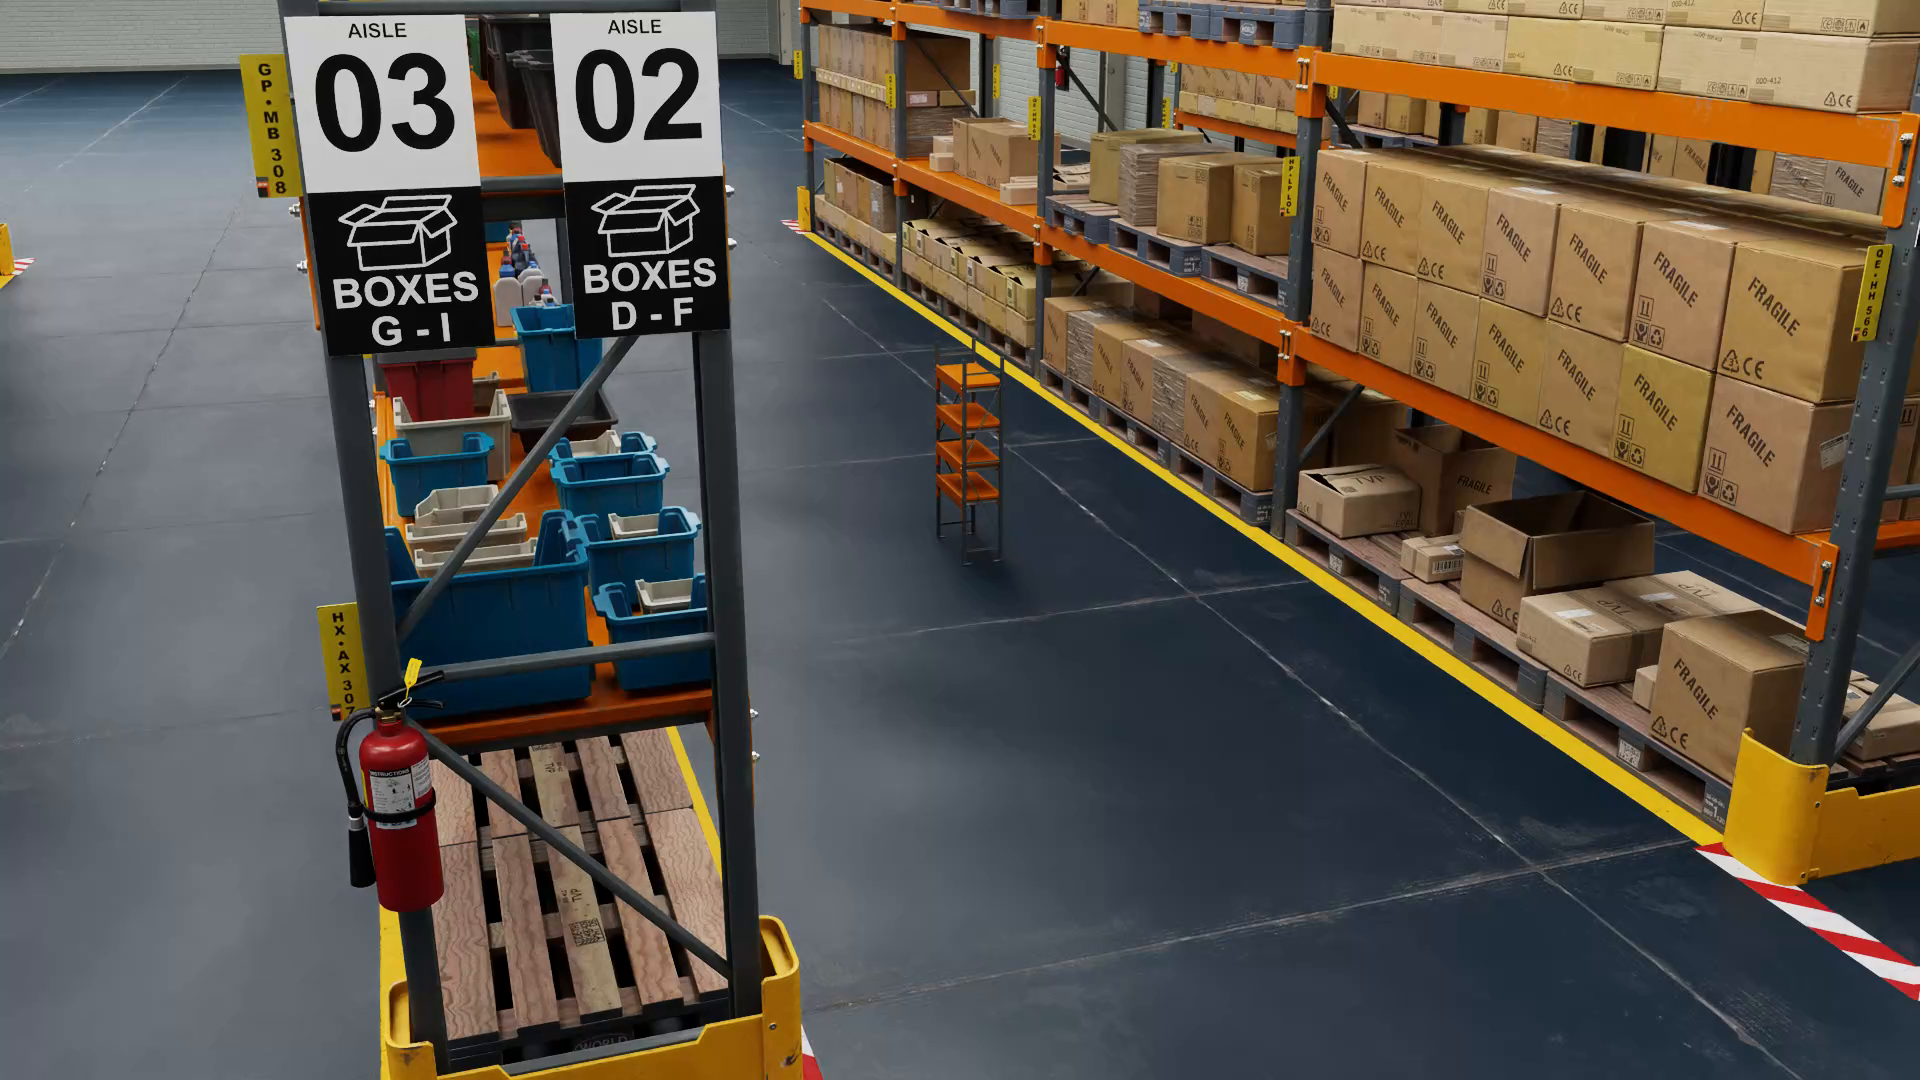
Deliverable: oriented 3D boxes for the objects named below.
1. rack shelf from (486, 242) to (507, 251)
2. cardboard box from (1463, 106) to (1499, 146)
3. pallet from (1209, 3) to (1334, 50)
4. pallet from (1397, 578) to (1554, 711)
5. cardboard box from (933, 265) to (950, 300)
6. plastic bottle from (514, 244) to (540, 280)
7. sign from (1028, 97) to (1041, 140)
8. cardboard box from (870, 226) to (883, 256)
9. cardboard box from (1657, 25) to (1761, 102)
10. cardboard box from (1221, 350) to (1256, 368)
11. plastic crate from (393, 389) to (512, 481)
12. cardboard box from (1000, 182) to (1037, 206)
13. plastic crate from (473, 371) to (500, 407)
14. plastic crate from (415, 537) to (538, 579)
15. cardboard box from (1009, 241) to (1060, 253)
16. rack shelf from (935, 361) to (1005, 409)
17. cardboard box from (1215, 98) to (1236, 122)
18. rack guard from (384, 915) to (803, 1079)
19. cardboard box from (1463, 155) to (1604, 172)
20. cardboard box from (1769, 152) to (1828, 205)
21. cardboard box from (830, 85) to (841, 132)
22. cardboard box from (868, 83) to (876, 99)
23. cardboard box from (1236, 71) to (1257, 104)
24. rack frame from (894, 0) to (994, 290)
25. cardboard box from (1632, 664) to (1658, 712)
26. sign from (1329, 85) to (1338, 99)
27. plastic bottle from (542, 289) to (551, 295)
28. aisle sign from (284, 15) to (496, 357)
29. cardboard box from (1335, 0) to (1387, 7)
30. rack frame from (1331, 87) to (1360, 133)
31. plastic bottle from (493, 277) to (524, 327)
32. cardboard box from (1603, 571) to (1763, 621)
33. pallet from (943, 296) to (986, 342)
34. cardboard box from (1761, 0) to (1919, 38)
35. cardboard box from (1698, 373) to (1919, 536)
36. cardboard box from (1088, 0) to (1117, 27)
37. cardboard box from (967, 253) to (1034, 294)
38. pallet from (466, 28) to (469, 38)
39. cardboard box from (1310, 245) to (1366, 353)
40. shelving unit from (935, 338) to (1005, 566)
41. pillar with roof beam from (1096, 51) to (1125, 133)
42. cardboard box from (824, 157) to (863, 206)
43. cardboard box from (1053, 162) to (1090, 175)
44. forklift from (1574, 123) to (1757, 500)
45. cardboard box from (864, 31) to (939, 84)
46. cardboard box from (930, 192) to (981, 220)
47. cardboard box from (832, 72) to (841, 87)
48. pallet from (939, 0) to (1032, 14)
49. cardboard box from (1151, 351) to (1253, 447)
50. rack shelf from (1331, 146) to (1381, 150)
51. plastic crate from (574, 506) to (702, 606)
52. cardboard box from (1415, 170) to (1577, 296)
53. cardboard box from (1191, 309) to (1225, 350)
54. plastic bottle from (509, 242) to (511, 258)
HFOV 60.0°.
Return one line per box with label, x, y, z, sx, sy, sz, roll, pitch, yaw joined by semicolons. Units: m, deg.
rack shelf;-4.233;-2.537;13.606;1.077;0.370;4.000;-6;21;-17
cardboard box;5.231;-4.088;16.061;0.700;0.500;0.500;-6;21;-17
pallet;2.218;-3.015;9.714;1.213;0.211;1.003;-6;21;-17
pallet;2.958;0.450;8.352;1.003;0.211;1.213;-6;21;-17
cardboard box;0.058;-2.460;15.775;0.500;0.250;0.500;-7;21;-19
plastic bottle;-2.603;-1.602;10.011;0.144;0.351;0.185;-6;21;-17
sign;0.573;-3.244;12.797;0.100;0.325;0.005;-6;21;-17
cardboard box;-0.659;-3.233;17.927;0.500;0.250;0.500;-6;21;-17
cardboard box;3.055;-1.831;6.362;0.500;0.250;0.500;-6;21;-17
cardboard box;2.107;-1.018;11.361;0.500;0.500;0.500;-6;21;-17
plastic crate;-2.042;-0.413;6.715;0.437;0.282;0.530;-6;21;-17
cardboard box;0.554;-2.900;13.924;0.380;0.149;0.250;-6;21;-17
plastic crate;-2.337;-0.690;7.701;0.396;0.136;0.243;-6;21;-17
plastic crate;-1.596;0.092;5.523;0.396;0.136;0.243;-6;21;-17
cardboard box;0.720;-2.622;15.396;0.500;0.311;0.500;-7;21;-18
rack shelf;0.052;-0.881;9.433;0.258;0.148;0.480;-6;21;-17
cardboard box;3.469;-5.273;20.352;0.500;0.250;0.500;-7;21;-18
rack guard;-1.070;1.516;4.955;1.175;0.500;0.348;-6;21;-17
cardboard box;2.925;-1.694;8.568;0.500;0.500;0.500;-7;21;-18
cardboard box;6.354;-2.645;12.226;0.500;0.500;0.500;-6;21;-17
cardboard box;-1.111;-5.054;19.402;0.700;0.500;0.500;-6;21;-16
cardboard box;-0.765;-4.786;17.696;0.380;0.149;0.250;-6;21;-17
cardboard box;3.627;-5.470;19.790;0.500;0.500;0.500;-6;21;-16
rack frame;-0.158;-4.042;16.734;1.000;3.000;0.127;-6;21;-17
cardboard box;3.167;0.647;7.218;0.380;0.166;0.250;-6;21;-17
sign;4.031;-4.917;17.889;0.100;0.325;0.005;-6;21;-17
plastic bottle;-2.256;-1.236;9.111;0.097;0.271;0.097;0;20;0
aisle sign;-1.345;-0.836;3.960;0.394;0.787;0.004;-6;21;-17
cardboard box;2.273;-2.869;8.512;0.500;0.250;0.500;-6;21;-17
rack frame;4.543;-4.570;18.202;1.000;3.000;0.127;-6;21;-17
plastic bottle;-2.566;-1.362;9.454;0.152;0.276;0.135;-6;21;-17
cardboard box;3.398;0.370;7.866;0.500;0.250;0.500;-6;21;-17
pallet;0.498;-2.106;15.466;1.003;0.211;1.213;-6;21;-17
cardboard box;3.210;-1.906;5.830;0.500;0.250;0.500;-6;21;-17
cardboard box;3.214;-0.353;6.315;0.500;0.500;0.500;-6;21;-16
cardboard box;1.428;-3.917;11.800;0.910;0.500;0.500;-6;21;-17
cardboard box;0.375;-2.397;14.768;0.500;0.311;0.500;-7;21;-18
pallet;-3.457;-3.301;10.511;1.003;0.211;1.213;-6;21;-17
cardboard box;2.258;-1.330;9.033;0.500;0.500;0.500;-6;21;-16
shelving unit;0.052;-0.512;9.566;0.258;1.200;0.503;-6;21;-17
pillar with roof beam;-1.645;-10.012;24.480;9.100;9.000;0.400;-6;21;-17
cardboard box;-1.299;-4.227;19.583;0.500;0.500;0.500;-6;21;-17
cardboard box;1.002;-3.024;14.031;0.500;0.311;0.500;-7;21;-18
forklift;4.578;-2.066;11.331;1.130;2.935;3.031;0;20;-1
cardboard box;-0.620;-5.165;17.791;0.700;0.500;0.500;-6;21;-17
cardboard box;-0.007;-3.481;17.508;0.500;0.500;0.500;-6;21;-17
cardboard box;-1.257;-5.284;19.082;0.380;0.149;0.250;-7;21;-18
pallet;0.447;-4.648;14.263;1.003;0.211;1.213;-5;20;-15
cardboard box;1.625;-0.954;11.183;0.500;0.500;0.500;-6;21;-17
rack shelf;5.172;-3.590;16.537;1.077;0.370;4.000;-6;21;-17
plastic crate;-1.062;0.059;5.475;0.416;0.233;0.300;-6;21;-17
cardboard box;2.561;-1.481;7.976;0.500;0.500;0.500;-7;21;-19
cardboard box;1.963;-1.522;11.653;0.500;0.250;0.500;-7;21;-18
plastic bottle;-2.981;-1.943;11.182;0.097;0.201;0.097;0;20;0
